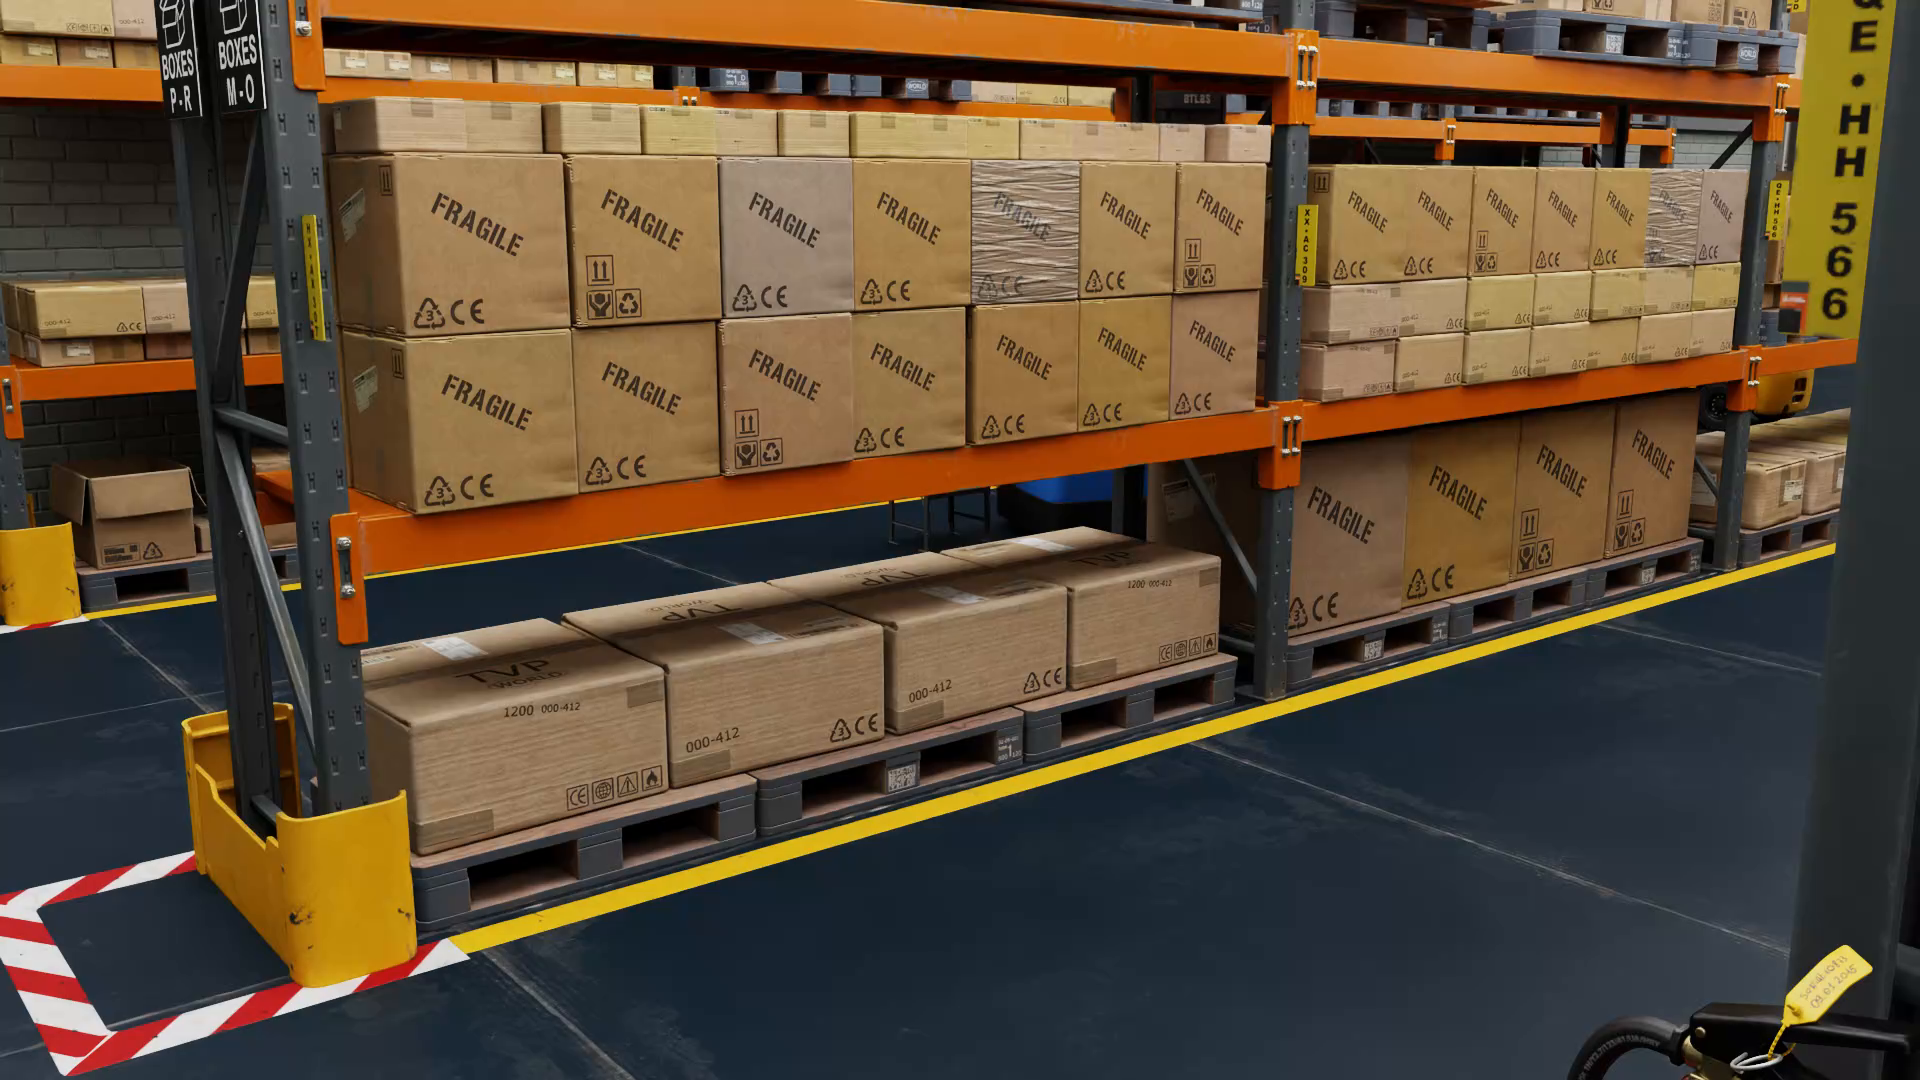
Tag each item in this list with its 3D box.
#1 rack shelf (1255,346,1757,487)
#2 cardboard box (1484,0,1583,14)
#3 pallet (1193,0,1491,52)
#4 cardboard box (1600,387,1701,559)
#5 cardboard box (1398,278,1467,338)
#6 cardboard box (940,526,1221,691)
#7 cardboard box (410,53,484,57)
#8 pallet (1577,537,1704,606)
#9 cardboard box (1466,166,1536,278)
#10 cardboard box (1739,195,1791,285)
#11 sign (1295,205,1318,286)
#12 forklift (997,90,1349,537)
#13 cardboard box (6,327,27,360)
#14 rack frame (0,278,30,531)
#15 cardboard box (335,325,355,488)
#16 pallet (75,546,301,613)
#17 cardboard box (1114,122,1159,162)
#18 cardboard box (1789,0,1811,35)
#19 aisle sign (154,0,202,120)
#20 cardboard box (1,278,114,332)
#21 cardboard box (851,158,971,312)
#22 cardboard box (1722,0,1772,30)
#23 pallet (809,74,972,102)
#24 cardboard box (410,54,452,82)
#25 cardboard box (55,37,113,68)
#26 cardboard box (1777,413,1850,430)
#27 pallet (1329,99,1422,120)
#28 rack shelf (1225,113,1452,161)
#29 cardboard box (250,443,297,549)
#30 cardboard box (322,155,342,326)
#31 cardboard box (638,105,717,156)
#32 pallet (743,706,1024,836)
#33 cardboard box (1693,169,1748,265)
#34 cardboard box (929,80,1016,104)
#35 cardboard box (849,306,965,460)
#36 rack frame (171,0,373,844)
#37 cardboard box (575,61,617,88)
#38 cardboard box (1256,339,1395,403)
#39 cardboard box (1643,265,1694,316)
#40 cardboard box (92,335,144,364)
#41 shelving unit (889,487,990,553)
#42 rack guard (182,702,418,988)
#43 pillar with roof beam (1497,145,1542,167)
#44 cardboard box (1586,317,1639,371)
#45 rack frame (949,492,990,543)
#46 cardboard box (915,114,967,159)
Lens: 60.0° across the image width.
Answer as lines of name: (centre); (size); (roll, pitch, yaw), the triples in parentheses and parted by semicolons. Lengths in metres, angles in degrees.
rack shelf: (2.638, -0.746, 8.654); (4.000, 0.370, 1.077); (-9, 15, -38)
cardboard box: (2.721, -2.626, 7.864); (0.258, 0.266, 0.396); (-8, 14, -33)
pallet: (1.761, -2.339, 7.663); (1.217, 0.209, 0.805); (-10, 16, -40)
cardboard box: (3.608, -0.448, 9.619); (0.875, 0.875, 0.875); (-10, 15, -38)
cardboard box: (1.985, -1.093, 7.714); (0.500, 0.250, 0.500); (-9, 15, -37)
cardboard box: (0.519, 0.273, 7.277); (0.875, 0.438, 0.875); (-10, 15, -38)
cardboard box: (-3.055, -2.946, 9.703); (0.500, 0.250, 0.500); (-9, 15, -36)
pallet: (3.537, 0.096, 9.666); (1.213, 0.211, 1.003); (-9, 15, -38)
cardboard box: (2.372, -1.522, 7.928); (0.500, 0.500, 0.500); (-10, 16, -39)
cardboard box: (4.695, -1.778, 9.814); (0.500, 0.500, 0.500); (-10, 16, -39)
sign: (1.424, -1.211, 6.835); (0.005, 0.325, 0.100); (-9, 15, -38)
forklift: (1.822, -1.550, 10.870); (3.031, 2.935, 1.130); (-4, 13, -18)
cardboard box: (-5.060, -1.088, 9.135); (0.250, 0.149, 0.380); (-10, 15, -38)
rack frame: (-5.151, -1.124, 8.701); (0.127, 3.000, 1.000); (-9, 15, -38)
cardboard box: (-1.836, -0.474, 5.399); (0.500, 0.500, 0.500); (-9, 15, -37)
pallet: (-4.470, 0.127, 9.525); (1.213, 0.211, 1.003); (-9, 15, -38)
cardboard box: (0.560, -1.555, 6.521); (0.250, 0.149, 0.380); (-9, 15, -38)
cardboard box: (4.946, -2.995, 10.051); (0.500, 0.500, 0.700); (-9, 15, -38)
aisle sign: (-2.297, -1.632, 4.835); (0.004, 0.787, 0.394); (-9, 15, -38)
cardboard box: (-4.958, -1.299, 9.170); (0.500, 0.250, 0.500); (-9, 15, -36)
cardboard box: (-0.309, -1.075, 5.821); (0.500, 0.500, 0.500); (-9, 15, -37)
cardboard box: (3.999, -3.007, 9.089); (0.637, 0.503, 0.797); (-11, 16, -41)
pallet: (-0.667, -3.227, 11.835); (1.003, 0.211, 1.213); (-9, 15, -38)
cardboard box: (-3.147, -2.734, 9.664); (0.250, 0.149, 0.380); (-9, 15, -37)
cardboard box: (-4.569, -2.510, 8.613); (0.250, 0.149, 0.380); (-9, 15, -37)
cardboard box: (6.356, -0.634, 11.710); (0.625, 0.372, 0.950); (-8, 15, -34)
pallet: (3.539, -3.938, 15.194); (1.217, 0.209, 0.805); (-10, 16, -40)
rack shelf: (2.657, -3.537, 14.575); (4.000, 0.370, 1.077); (-9, 15, -38)
cardboard box: (-3.923, -0.275, 9.711); (0.500, 0.500, 0.700); (-9, 15, -35)
cardboard box: (-1.820, -0.959, 5.274); (0.500, 0.500, 0.500); (-9, 15, -36)
cardboard box: (-0.968, -1.274, 5.197); (0.250, 0.149, 0.380); (-10, 16, -39)
pallet: (-0.520, 0.771, 6.492); (1.213, 0.211, 1.003); (-9, 15, -38)
cardboard box: (3.959, -1.786, 9.171); (0.500, 0.500, 0.500); (-10, 16, -39)
cardboard box: (0.064, -3.320, 12.181); (0.500, 0.250, 0.500); (-9, 15, -38)
cardboard box: (-0.326, -0.585, 5.922); (0.500, 0.500, 0.500); (-9, 15, -36)
rack frame: (-2.047, -0.320, 4.912); (0.127, 3.000, 1.000); (-9, 15, -38)
cardboard box: (-2.317, -2.862, 10.268); (0.250, 0.149, 0.380); (-9, 15, -38)
cardboard box: (1.585, -0.780, 7.439); (0.500, 0.250, 0.500); (-10, 15, -39)
cardboard box: (3.582, -1.358, 8.958); (0.500, 0.250, 0.500); (-10, 16, -39)
cardboard box: (-4.553, -1.040, 8.910); (0.250, 0.149, 0.380); (-9, 15, -36)
shelving unit: (-0.129, -1.006, 10.310); (0.503, 2.100, 0.431); (-9, 15, -38)
rack guard: (-2.066, 0.906, 5.157); (0.348, 0.500, 1.175); (-9, 15, -38)
pillar with roof beam: (8.925, -5.492, 14.830); (0.400, 9.000, 9.100); (-9, 15, -38)
cardboard box: (3.174, -1.045, 8.690); (0.500, 0.250, 0.500); (-10, 15, -38)
rack frame: (0.061, -1.037, 10.459); (0.015, 2.100, 0.400); (-9, 15, -38)
cardboard box: (-0.186, -1.412, 5.849); (0.250, 0.149, 0.380); (-9, 15, -38)
